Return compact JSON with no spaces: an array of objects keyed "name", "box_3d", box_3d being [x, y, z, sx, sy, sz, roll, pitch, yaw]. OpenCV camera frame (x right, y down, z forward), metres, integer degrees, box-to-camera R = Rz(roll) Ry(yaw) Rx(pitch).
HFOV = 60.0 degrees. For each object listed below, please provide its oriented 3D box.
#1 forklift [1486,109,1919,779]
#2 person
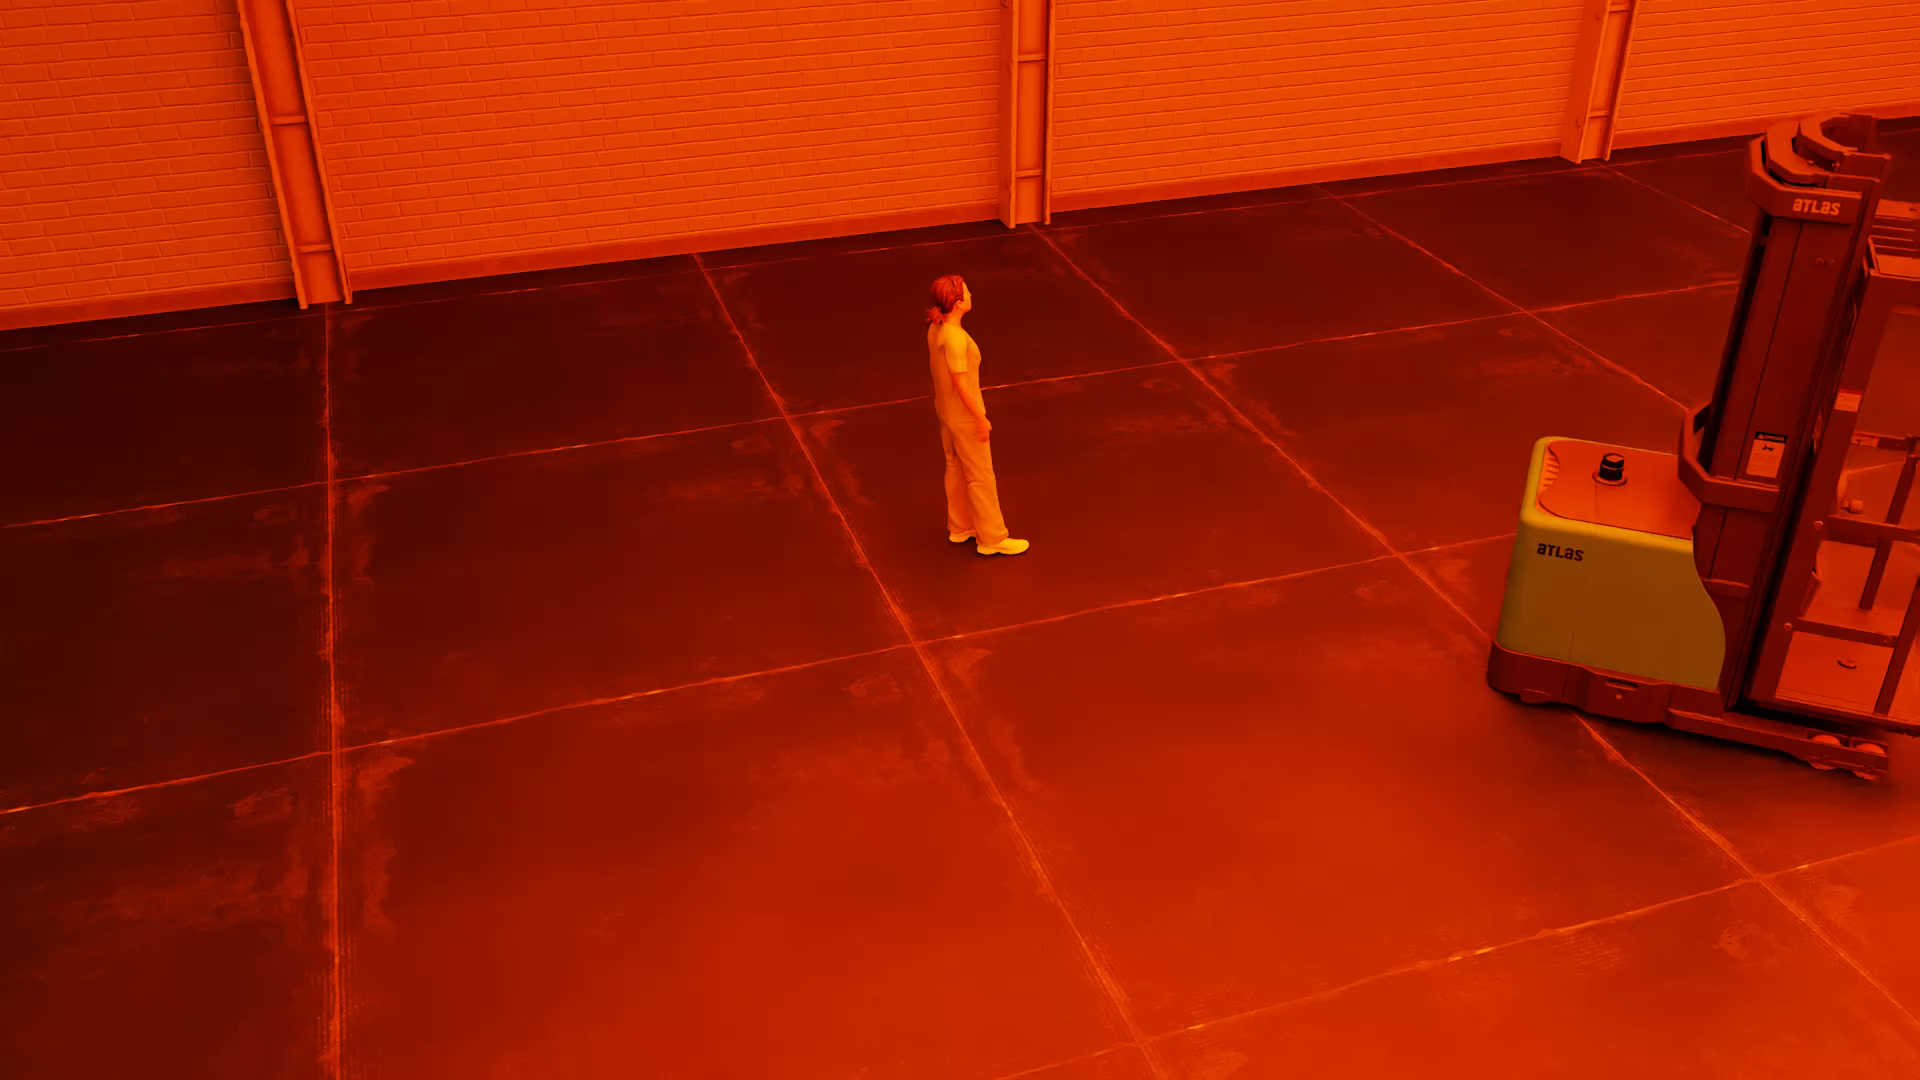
[{"name":"forklift","box_3d":[4.300,-0.419,7.816,3.031,2.935,1.130,11,32,18]},{"name":"person","box_3d":[0.075,-0.738,9.613,0.548,1.673,0.549,-10,31,-16]}]
